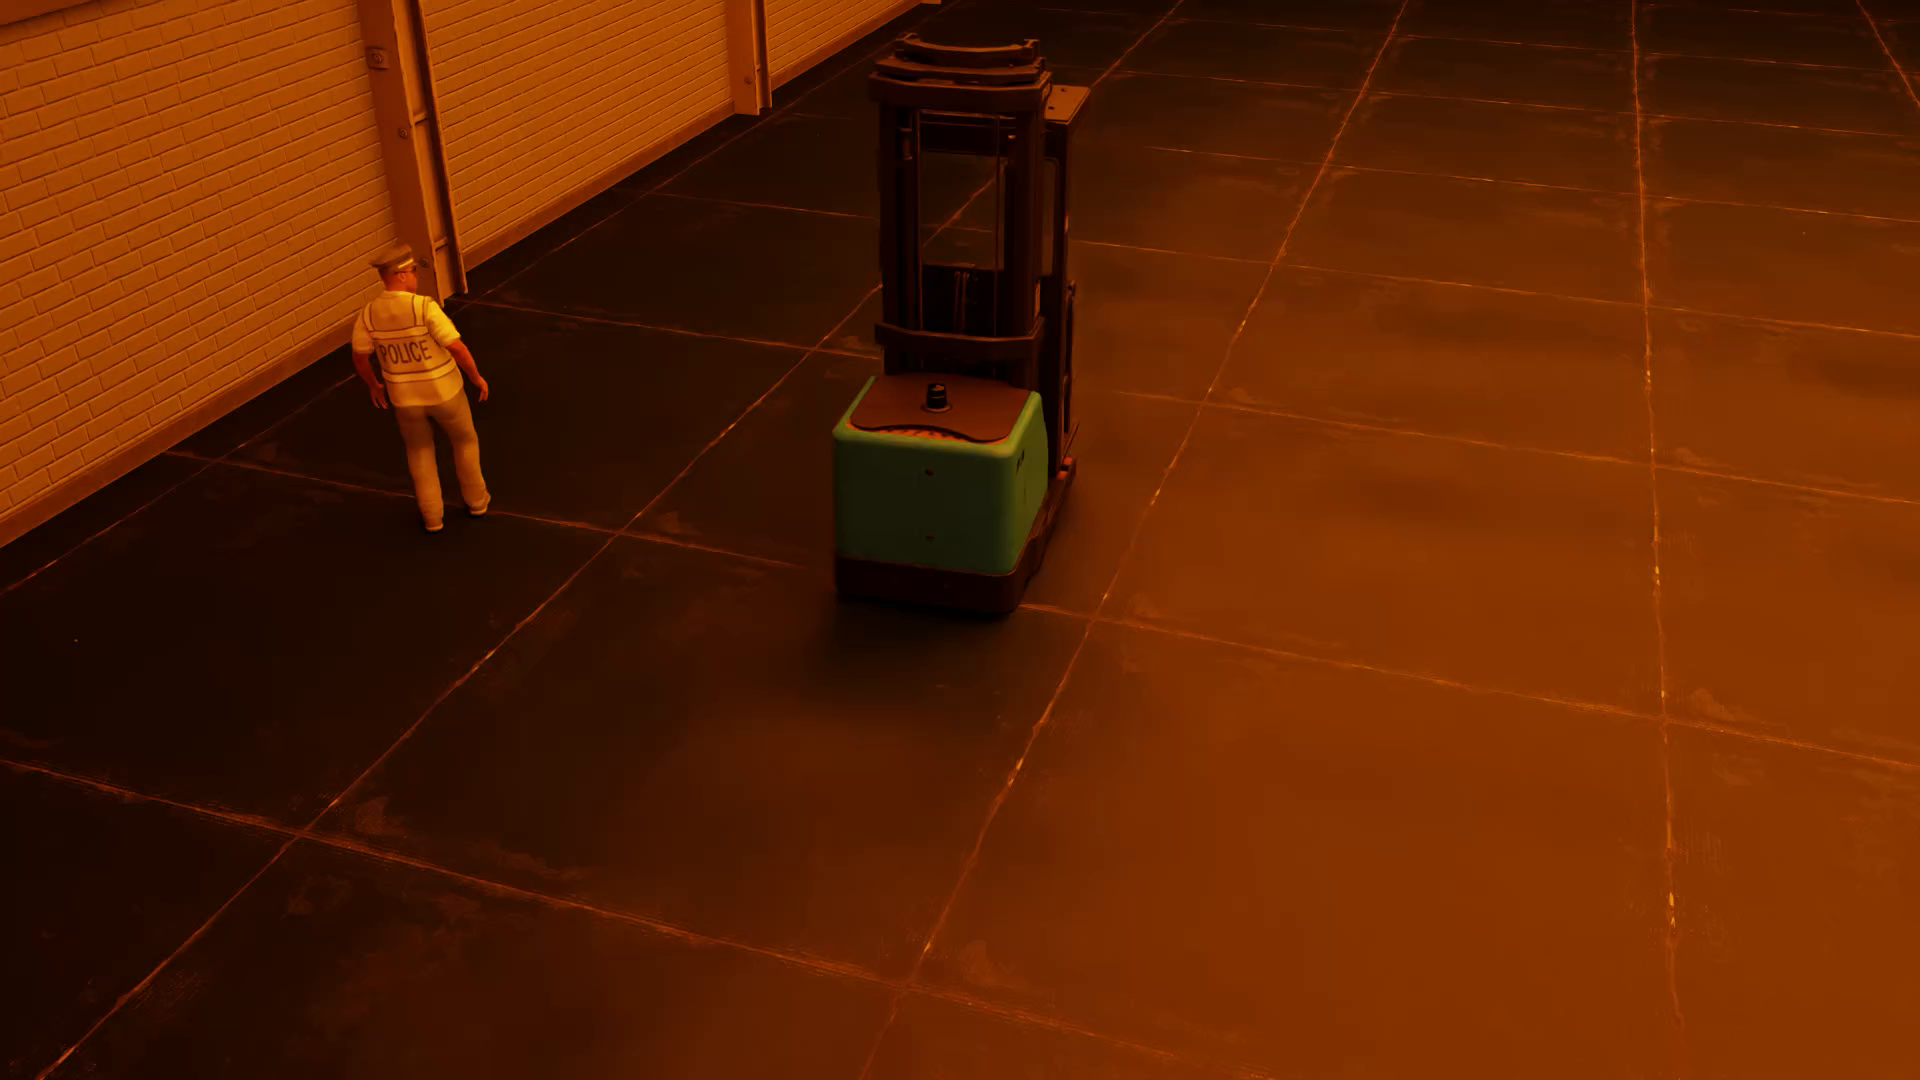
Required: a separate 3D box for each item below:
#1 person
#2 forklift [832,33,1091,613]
[{"bbox_3d":[-3.190,-0.919,9.943,0.738,1.749,0.537,-2,30,-4],"label":"person"},{"bbox_3d":[0.134,-1.583,9.914,1.130,2.935,3.031,7,30,12],"label":"forklift"}]
